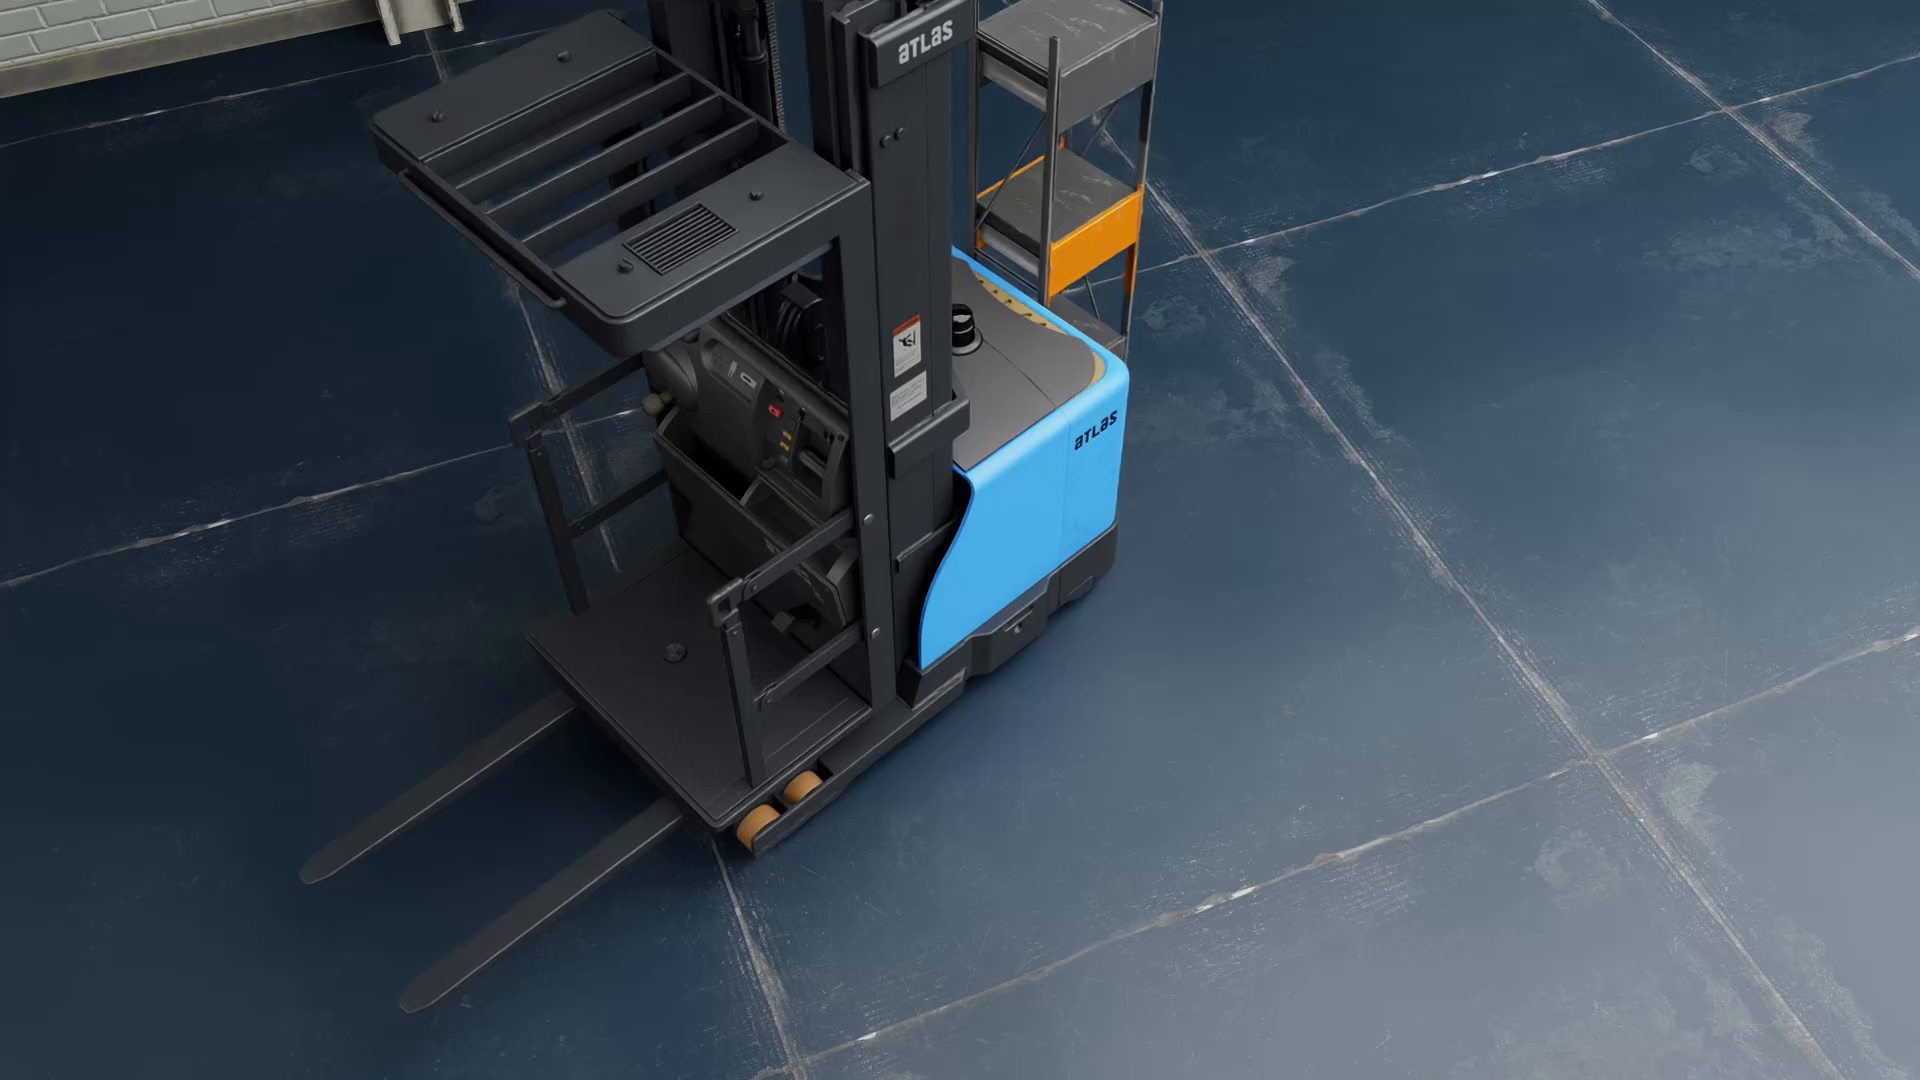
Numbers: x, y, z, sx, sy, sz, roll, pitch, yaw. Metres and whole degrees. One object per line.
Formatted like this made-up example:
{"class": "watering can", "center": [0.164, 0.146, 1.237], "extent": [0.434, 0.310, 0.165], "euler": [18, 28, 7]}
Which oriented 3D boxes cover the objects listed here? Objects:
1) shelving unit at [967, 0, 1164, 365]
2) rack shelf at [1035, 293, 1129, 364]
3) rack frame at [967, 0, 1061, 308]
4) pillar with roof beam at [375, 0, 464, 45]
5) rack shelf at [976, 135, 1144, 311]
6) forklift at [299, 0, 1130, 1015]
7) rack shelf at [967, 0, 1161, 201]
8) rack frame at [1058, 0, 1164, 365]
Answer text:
{"class": "shelving unit", "center": [0.346, -1.105, 6.155], "extent": [0.503, 2.100, 0.431], "euler": [-36, 58, -27]}
{"class": "rack shelf", "center": [0.346, -0.640, 6.697], "extent": [0.480, 0.518, 0.431], "euler": [-36, 58, -27]}
{"class": "rack frame", "center": [0.169, -0.977, 6.045], "extent": [0.015, 2.100, 0.400], "euler": [-36, 58, -27]}
{"class": "pillar with roof beam", "center": [-1.281, -2.704, 2.981], "extent": [0.400, 9.000, 9.100], "euler": [-17, 52, -14]}
{"class": "rack shelf", "center": [0.346, -1.096, 6.166], "extent": [0.480, 0.518, 0.431], "euler": [-36, 58, -27]}
{"class": "forklift", "center": [-0.814, -0.342, 4.952], "extent": [3.031, 2.935, 1.130], "euler": [-36, 58, -27]}
{"class": "rack shelf", "center": [0.346, -1.552, 5.635], "extent": [0.480, 0.518, 0.431], "euler": [-36, 58, -27]}
{"class": "rack frame", "center": [0.522, -1.232, 6.265], "extent": [0.015, 2.100, 0.400], "euler": [-36, 58, -27]}
